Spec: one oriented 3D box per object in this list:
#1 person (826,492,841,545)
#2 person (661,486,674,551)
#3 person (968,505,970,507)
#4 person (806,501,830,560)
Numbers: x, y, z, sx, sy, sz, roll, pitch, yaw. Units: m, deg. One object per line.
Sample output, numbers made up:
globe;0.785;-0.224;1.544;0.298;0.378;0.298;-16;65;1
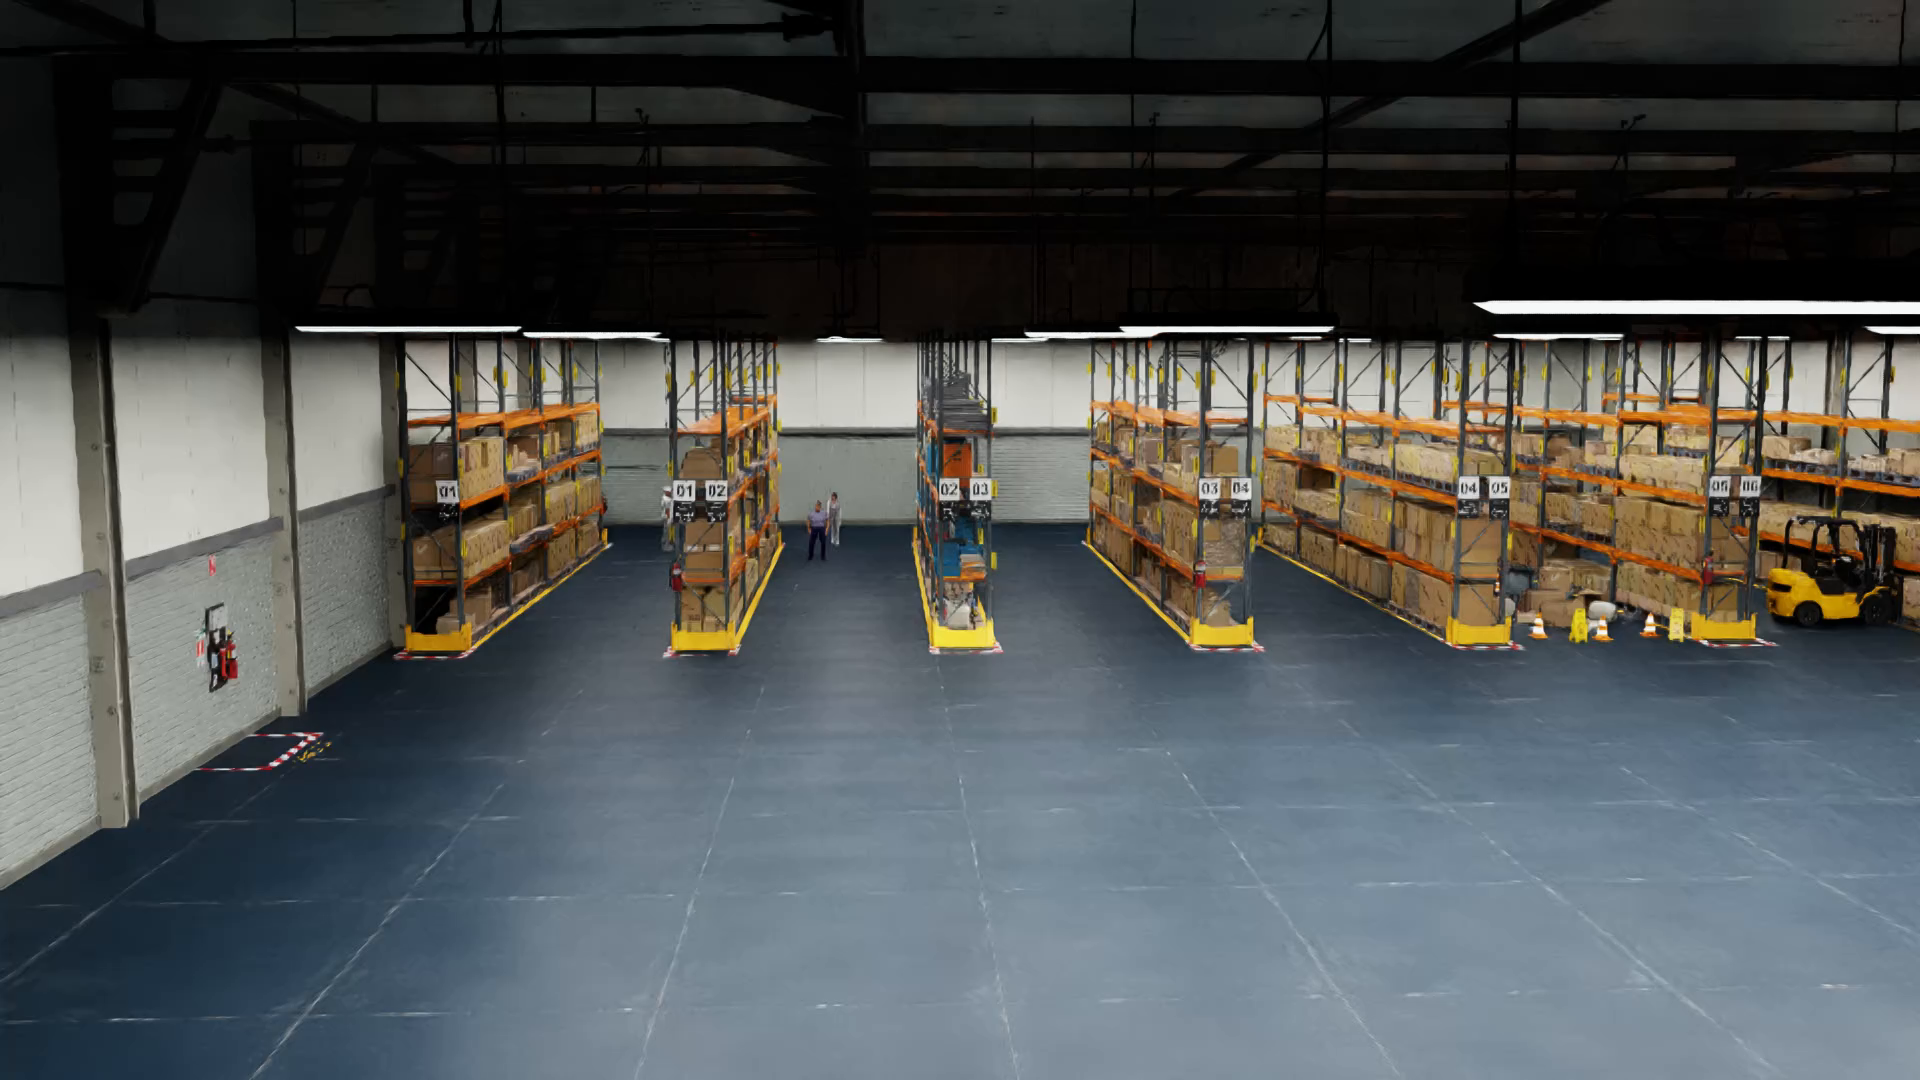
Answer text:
person;-3.603;-0.636;47.468;0.417;1.517;1.037;0;7;-1
person;-8.096;-0.621;46.164;0.402;1.781;0.688;-1;7;-9
person;0.279;-0.954;49.704;0.462;1.671;0.645;6;9;43
person;-3.764;-0.251;44.070;0.625;1.596;0.517;-1;7;-5
